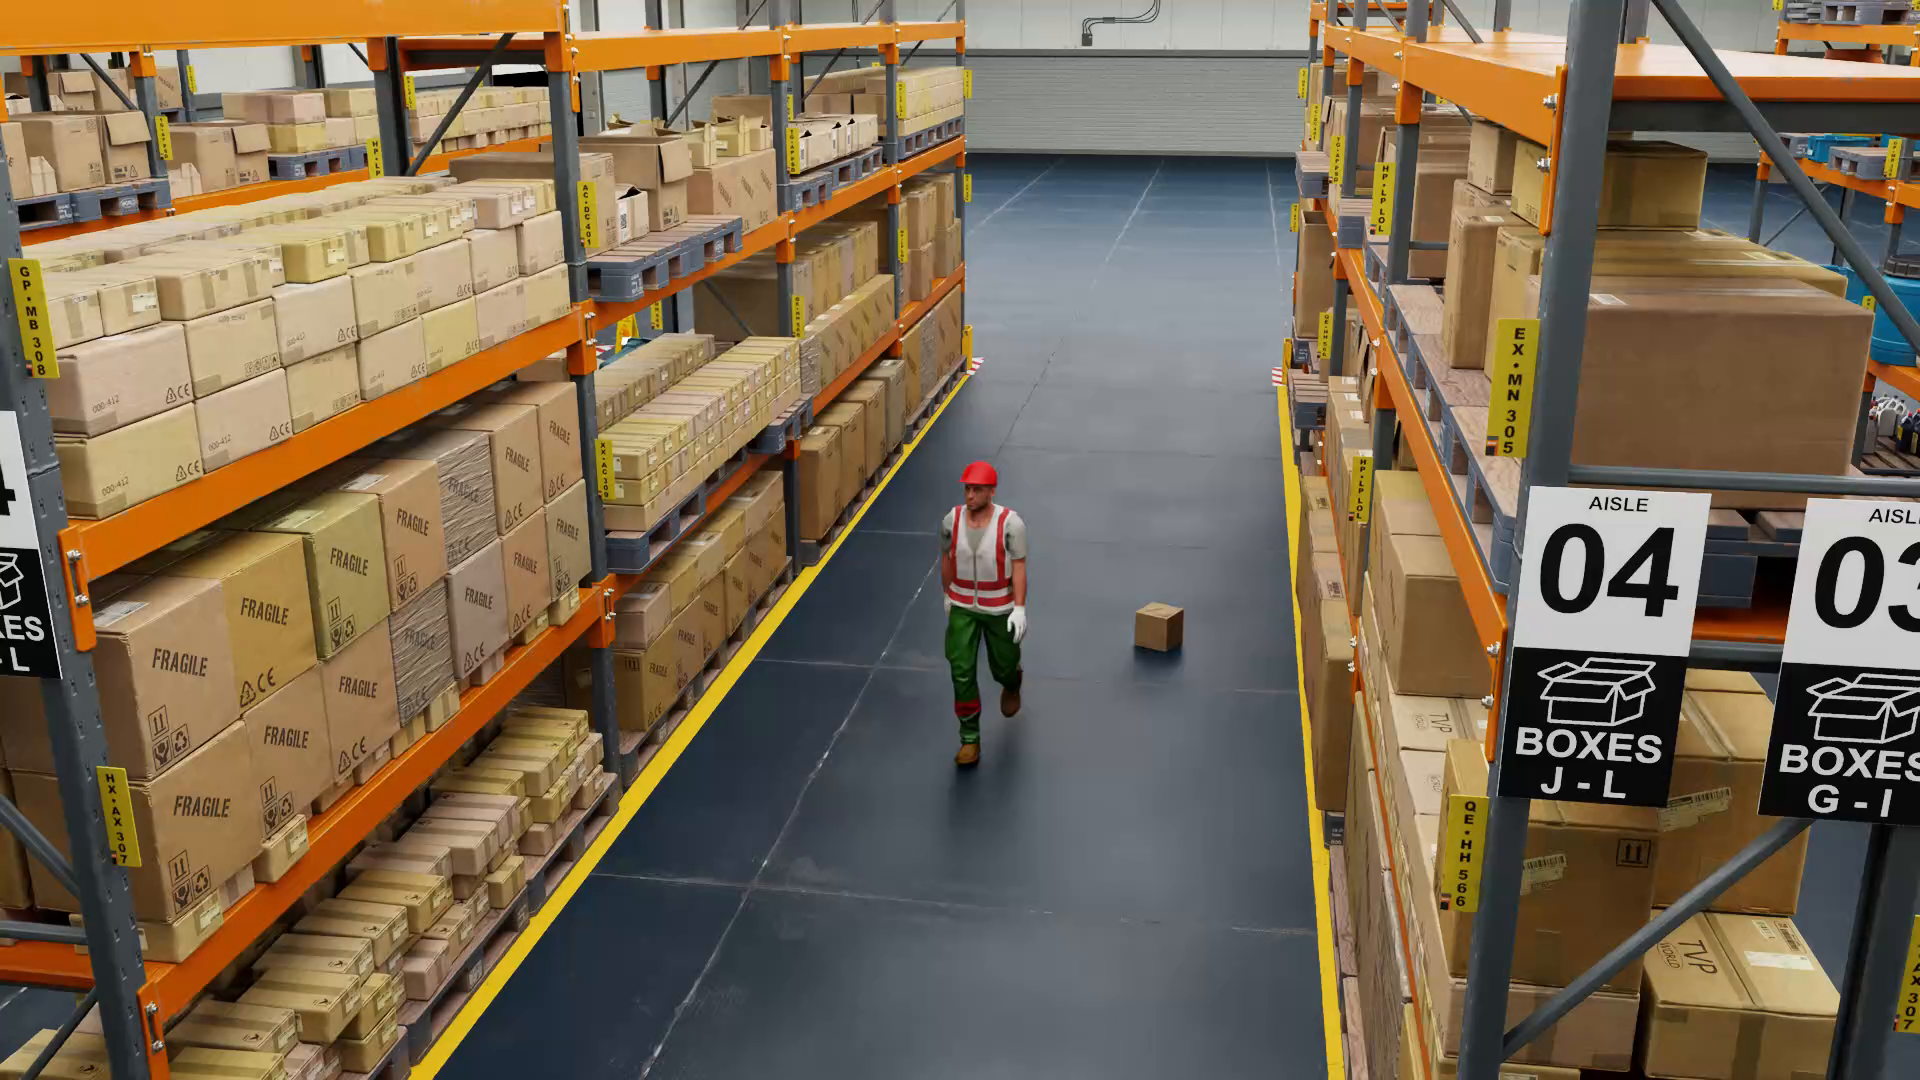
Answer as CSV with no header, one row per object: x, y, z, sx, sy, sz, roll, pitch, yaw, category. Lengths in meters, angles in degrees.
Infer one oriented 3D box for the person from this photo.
0.149,0.376,9.804,0.571,1.762,0.853,5,18,14,person
